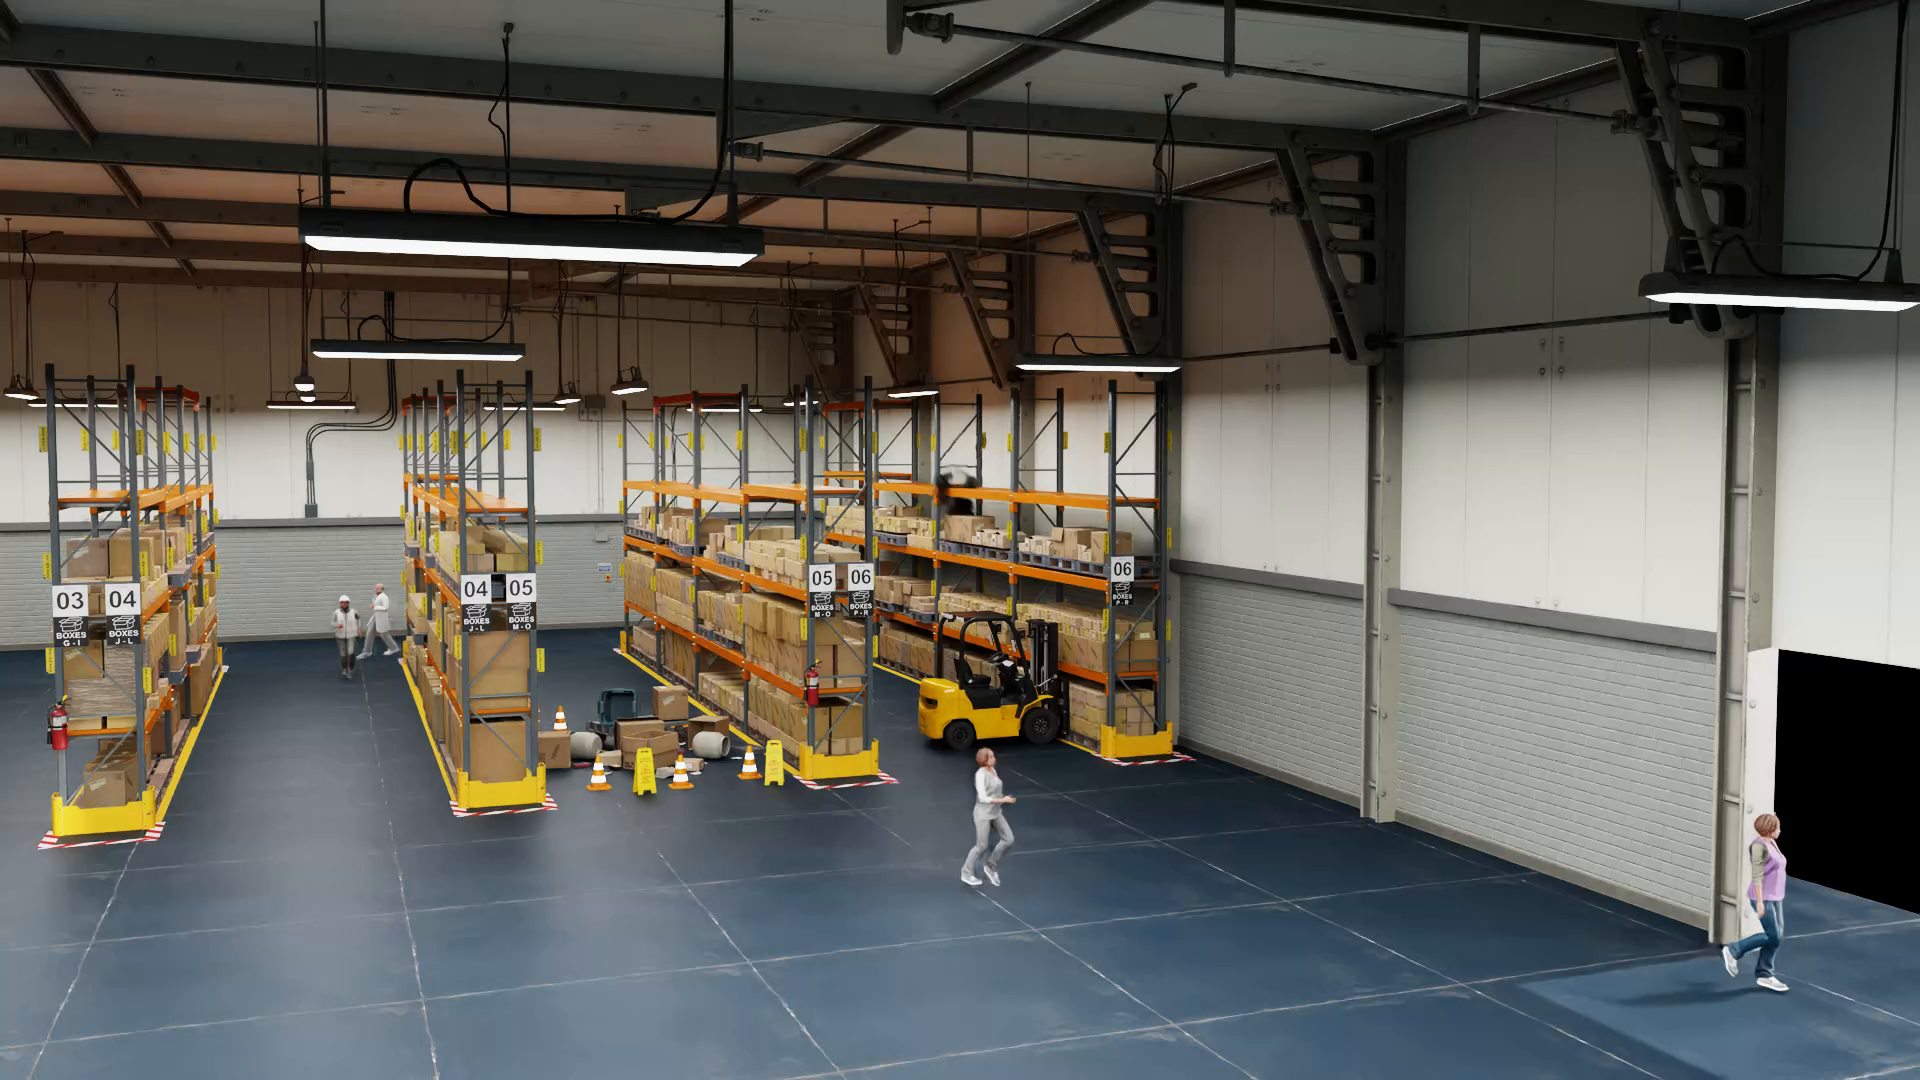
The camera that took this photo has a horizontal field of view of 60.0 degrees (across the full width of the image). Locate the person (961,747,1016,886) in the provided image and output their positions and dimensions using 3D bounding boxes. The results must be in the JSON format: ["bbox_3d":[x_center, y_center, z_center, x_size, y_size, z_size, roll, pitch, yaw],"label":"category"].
[{"bbox_3d":[0.336,3.109,18.636,0.678,1.589,0.512,2,4,31],"label":"person"}]

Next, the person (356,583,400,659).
[{"bbox_3d":[-13.396,1.972,38.531,0.972,1.581,0.776,-3,5,-45],"label":"person"}]

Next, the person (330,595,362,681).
[{"bbox_3d":[-12.955,2.072,35.101,0.620,1.822,0.827,-1,3,-15],"label":"person"}]

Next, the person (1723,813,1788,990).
[{"bbox_3d":[7.372,3.309,15.292,0.448,1.571,0.538,-3,5,-43],"label":"person"}]
